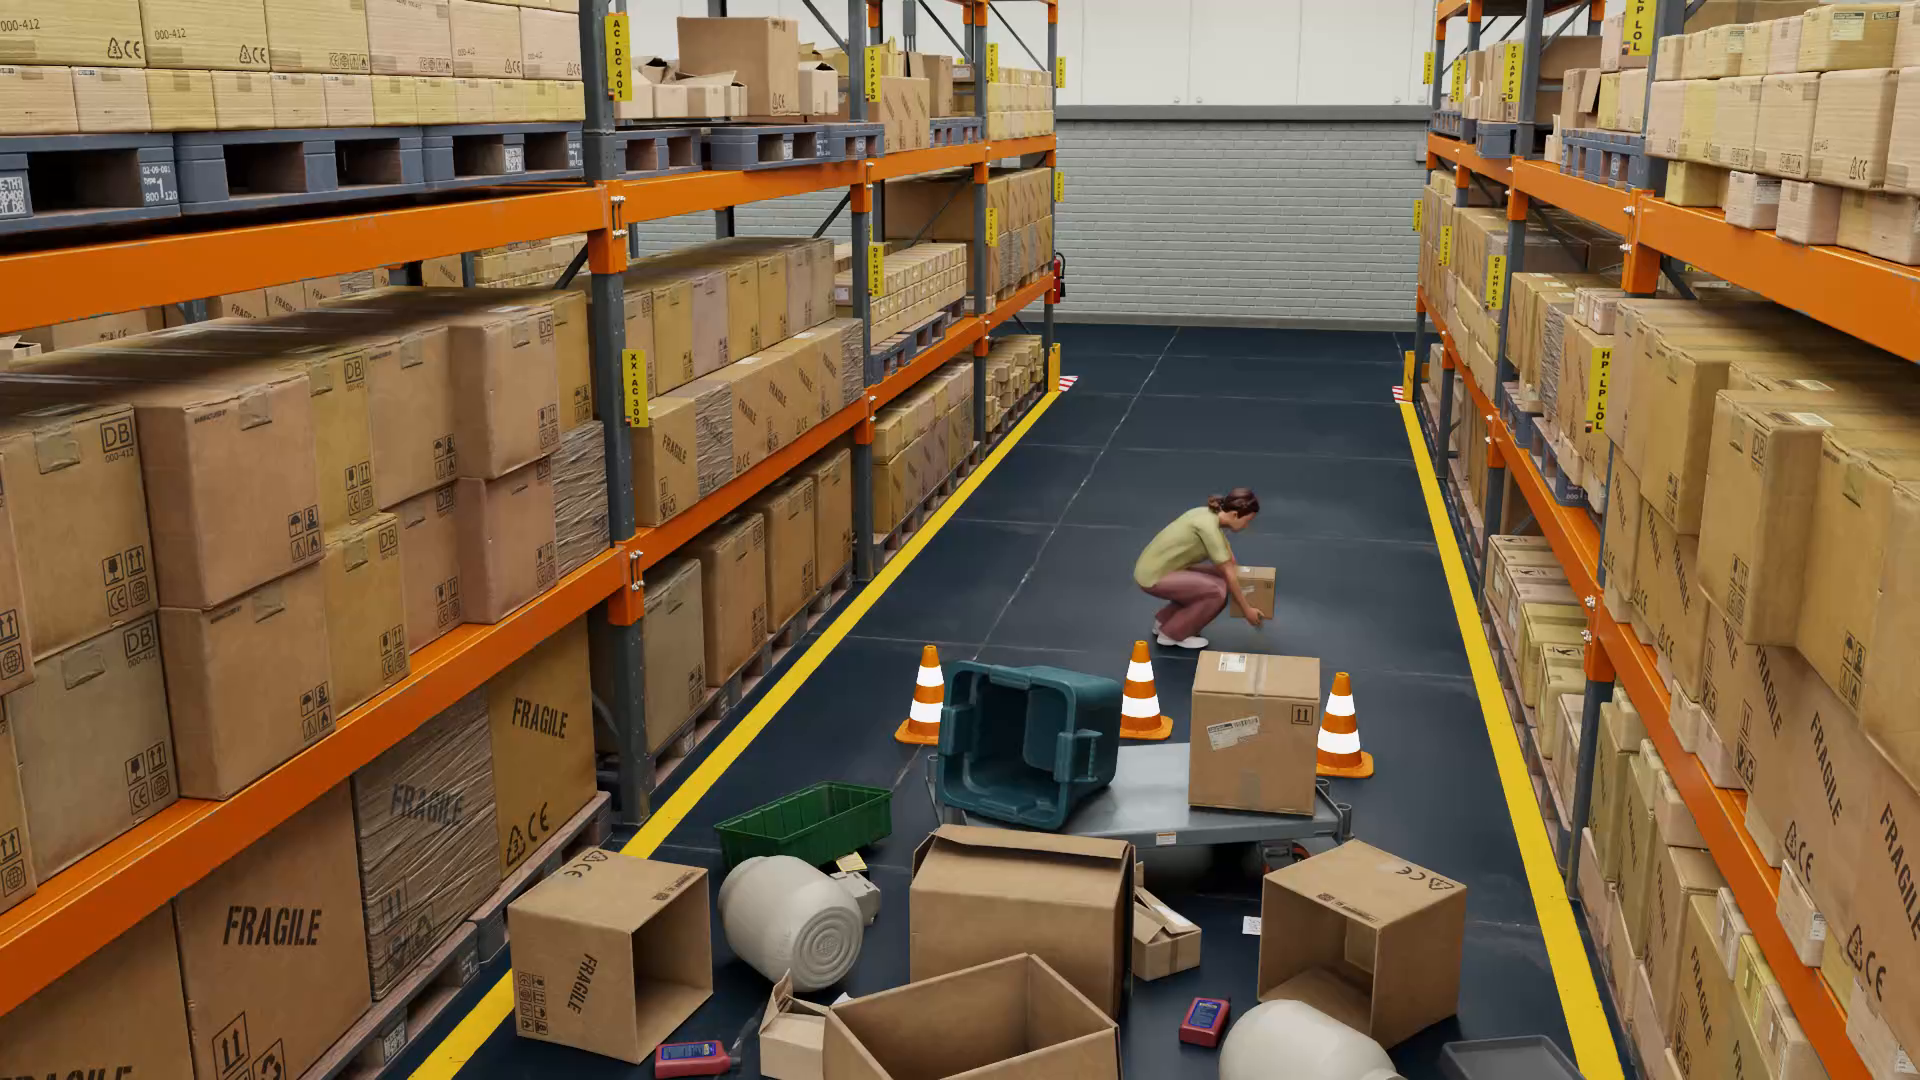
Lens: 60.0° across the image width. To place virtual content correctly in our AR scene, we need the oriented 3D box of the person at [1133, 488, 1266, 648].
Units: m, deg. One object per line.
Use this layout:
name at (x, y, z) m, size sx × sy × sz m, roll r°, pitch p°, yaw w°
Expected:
person at (1.431, 0.154, 9.879) m, size 0.796 × 0.947 × 0.463 m, roll 3°, pitch 15°, yaw 10°
